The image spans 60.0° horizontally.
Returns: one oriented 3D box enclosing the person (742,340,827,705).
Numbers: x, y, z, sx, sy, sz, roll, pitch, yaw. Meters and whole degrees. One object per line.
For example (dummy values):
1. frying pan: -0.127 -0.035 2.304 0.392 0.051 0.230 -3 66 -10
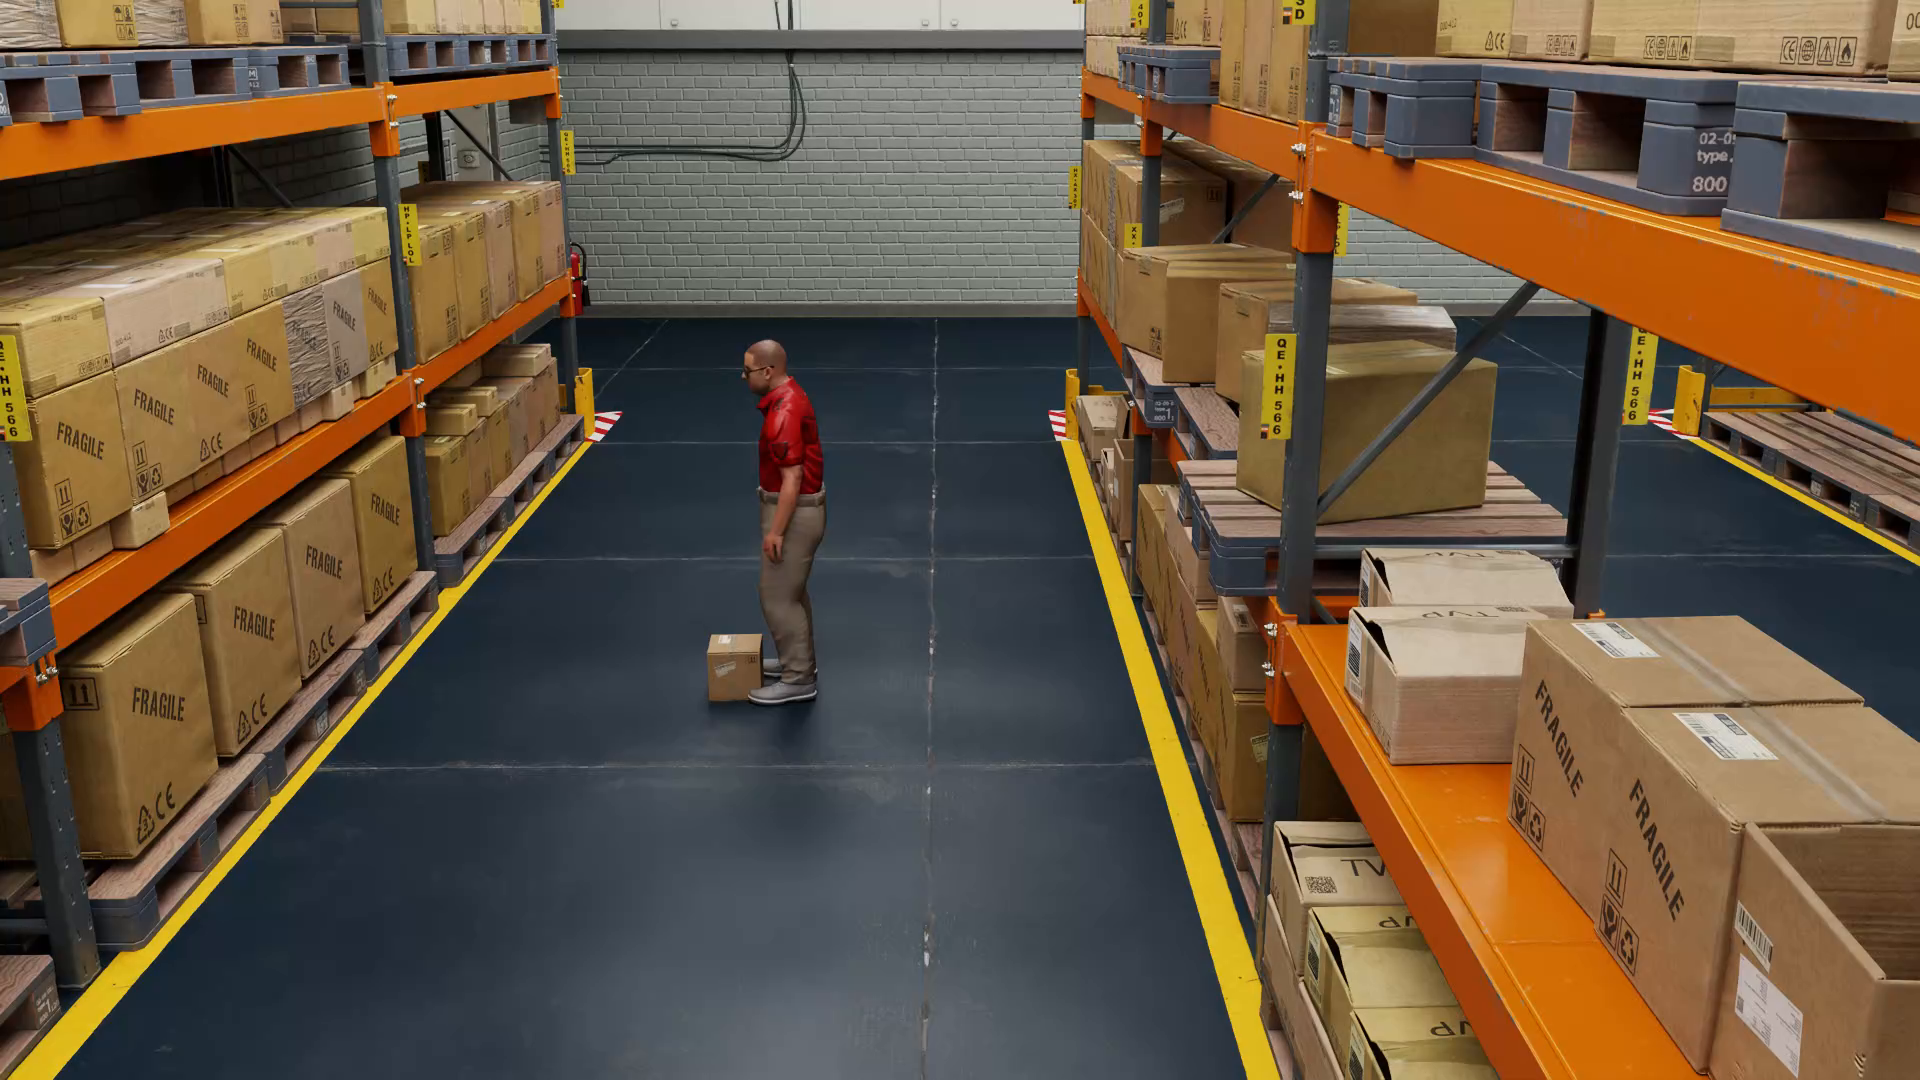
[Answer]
1. person: -0.831 -0.096 7.881 0.393 1.726 0.584 -1 17 -2
